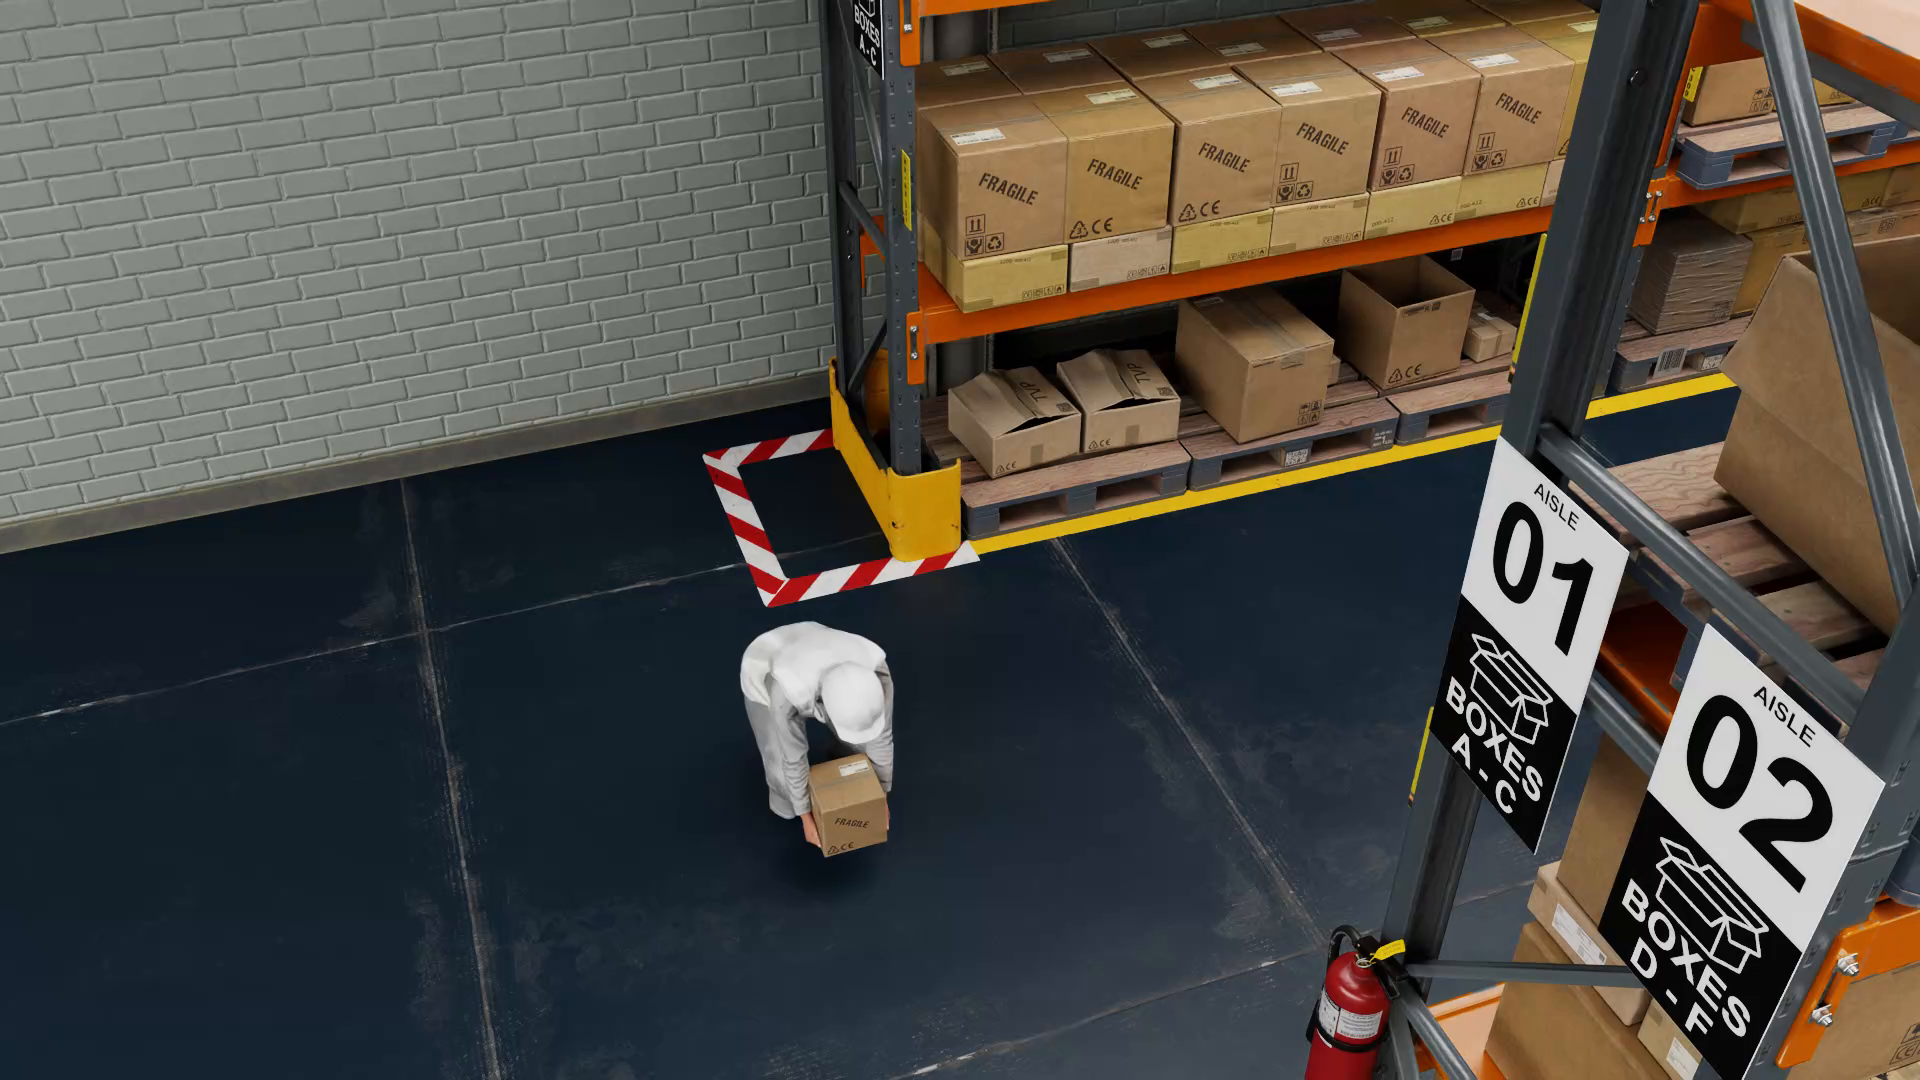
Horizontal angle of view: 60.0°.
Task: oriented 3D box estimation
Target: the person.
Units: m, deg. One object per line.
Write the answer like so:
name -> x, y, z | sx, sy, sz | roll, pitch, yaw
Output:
person -> -0.541, 0.697, 6.484 | 0.515, 1.017, 0.894 | -13, 39, -17
